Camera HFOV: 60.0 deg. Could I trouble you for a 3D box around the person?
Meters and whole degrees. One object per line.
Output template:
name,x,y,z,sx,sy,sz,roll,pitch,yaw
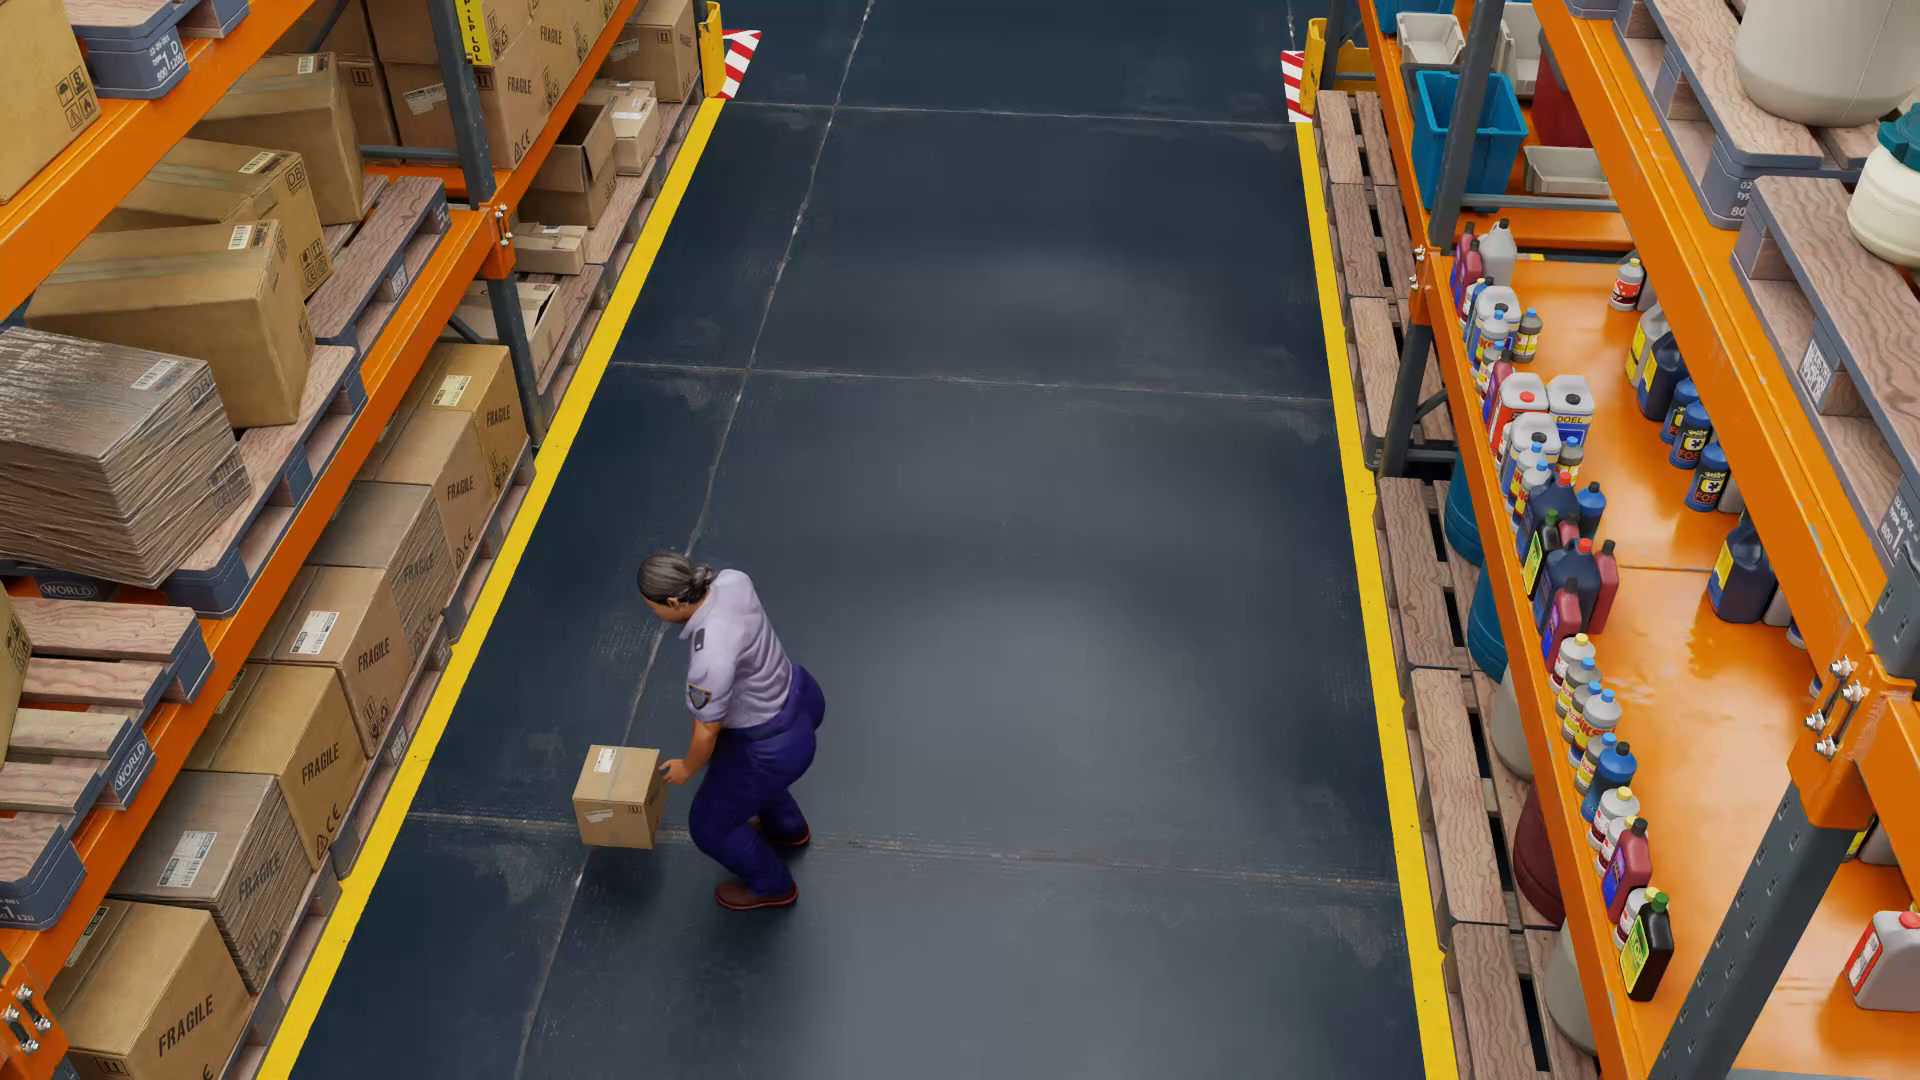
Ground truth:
person,-0.730,0.637,5.534,0.529,1.510,0.522,4,40,5
